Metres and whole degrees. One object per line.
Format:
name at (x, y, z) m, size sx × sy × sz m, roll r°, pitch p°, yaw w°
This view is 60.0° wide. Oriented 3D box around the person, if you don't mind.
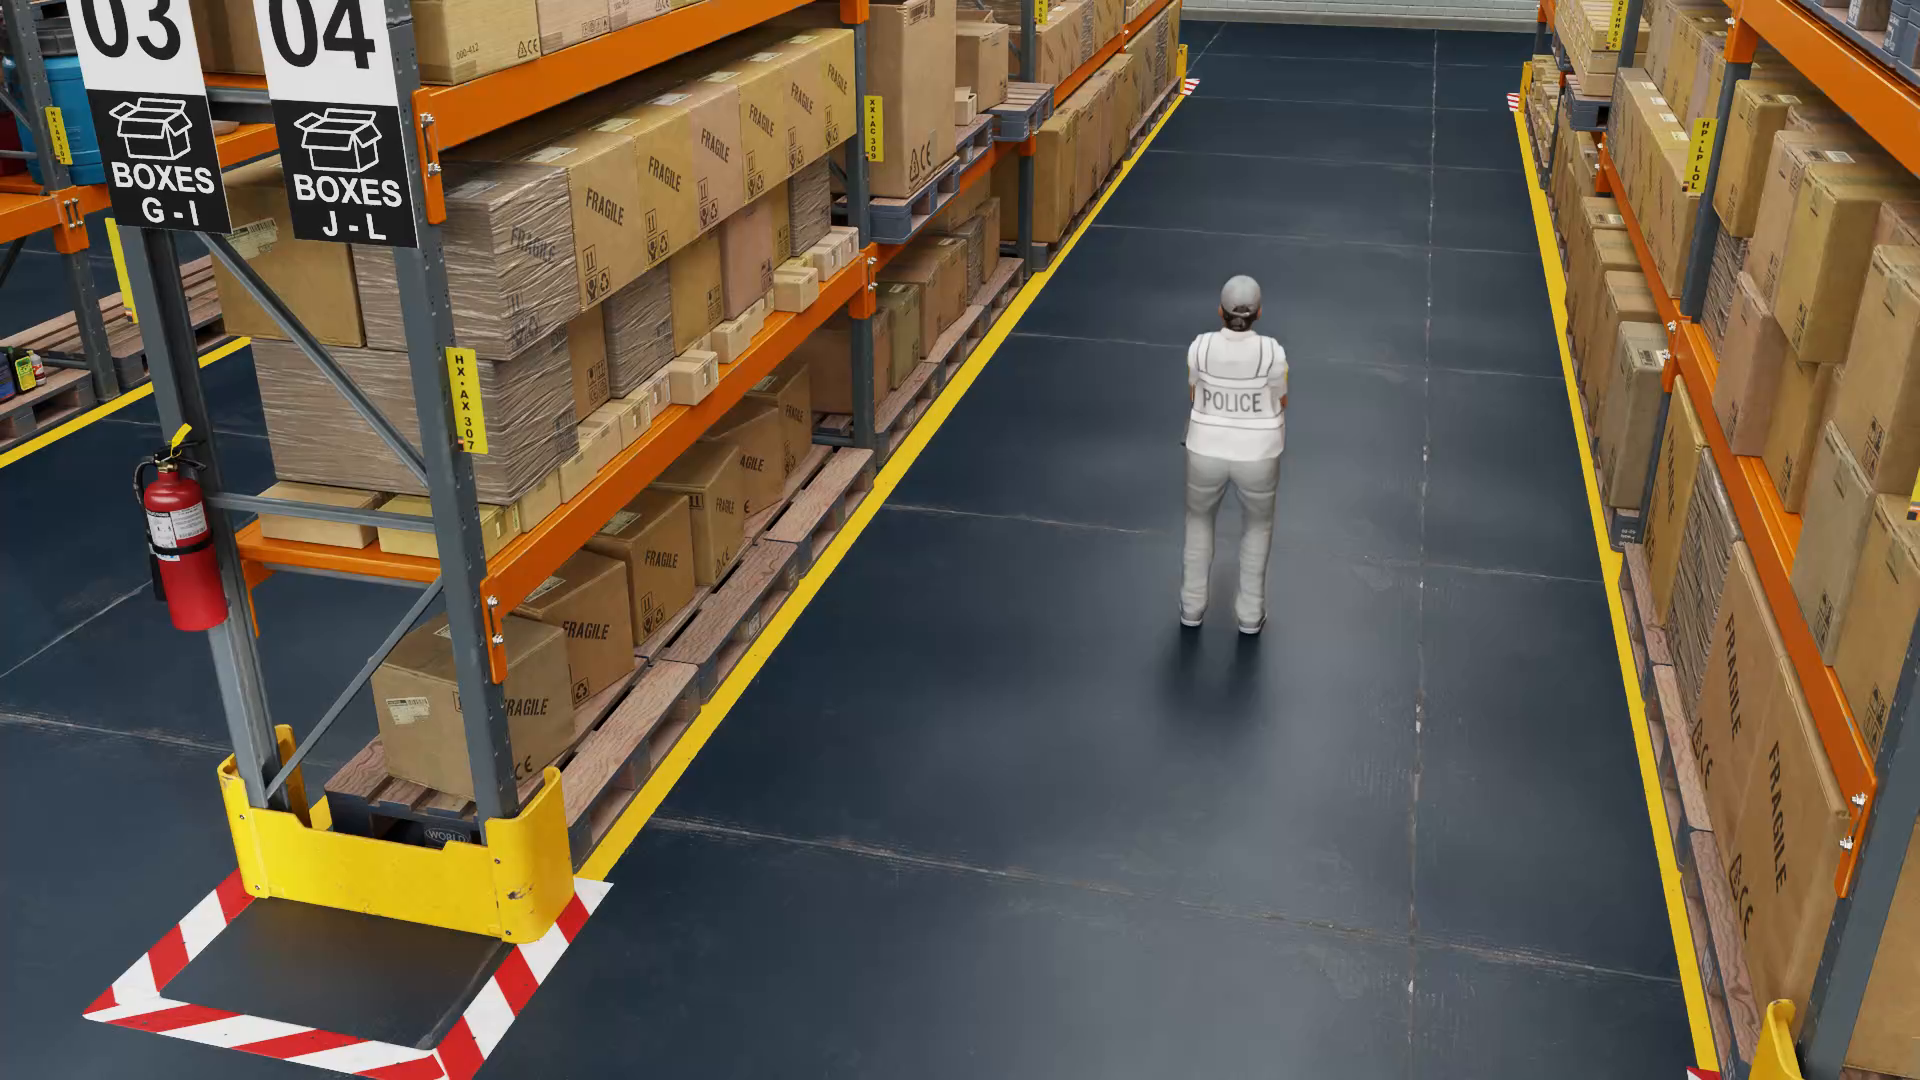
person at (1.225, -0.388, 7.468) m, size 0.452 × 1.632 × 0.545 m, roll 6°, pitch 26°, yaw 13°
